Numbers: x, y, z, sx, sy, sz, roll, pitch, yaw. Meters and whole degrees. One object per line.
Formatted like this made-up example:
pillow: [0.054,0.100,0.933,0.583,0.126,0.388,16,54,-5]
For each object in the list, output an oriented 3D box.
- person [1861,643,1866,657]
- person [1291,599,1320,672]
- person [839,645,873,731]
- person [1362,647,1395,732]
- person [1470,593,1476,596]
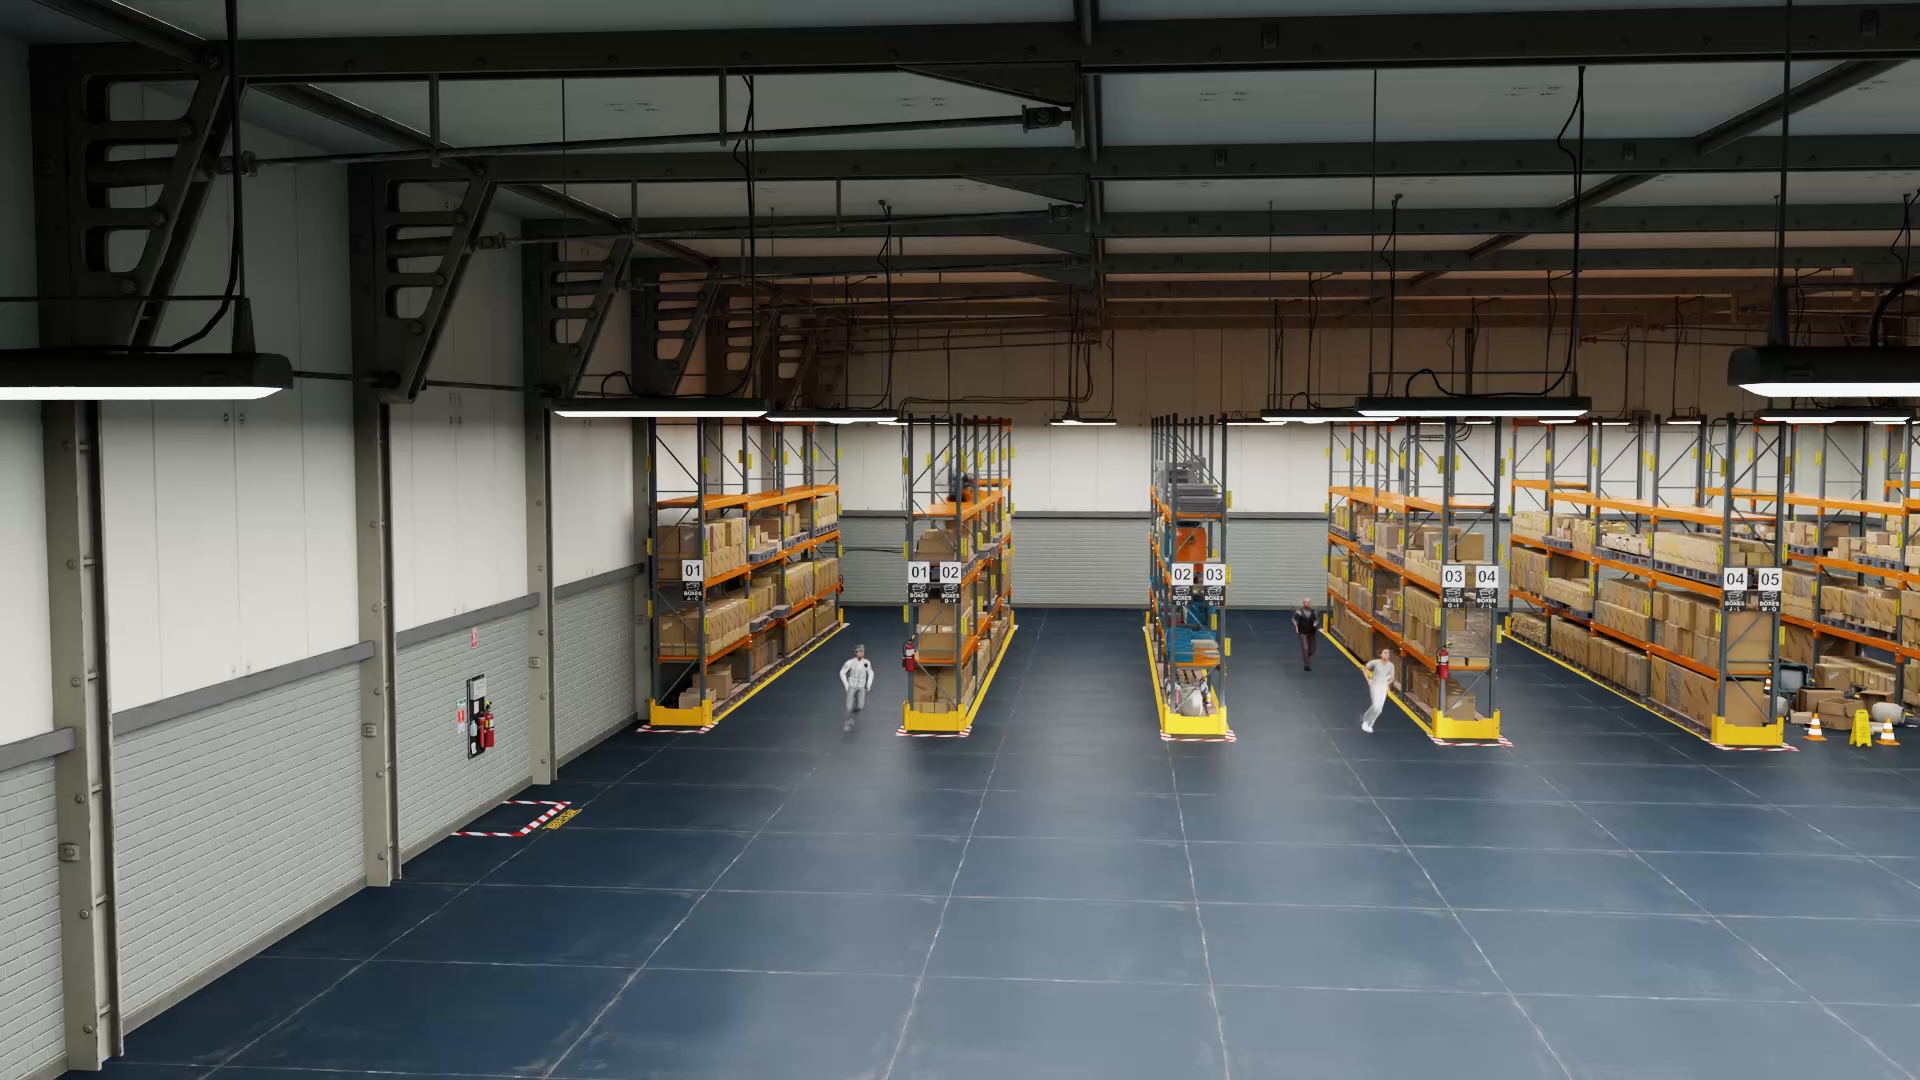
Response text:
person: [21.577,2.183,39.703,0.670,1.753,0.687,0,4,7]
person: [8.193,2.229,39.334,0.669,1.695,0.860,0,4,-4]
person: [-1.944,2.791,31.514,0.674,1.634,0.495,-1,4,-14]
person: [7.883,2.806,31.235,0.570,1.612,0.567,-1,4,-12]
person: [13.819,1.878,44.953,0.625,1.767,0.727,1,4,13]
